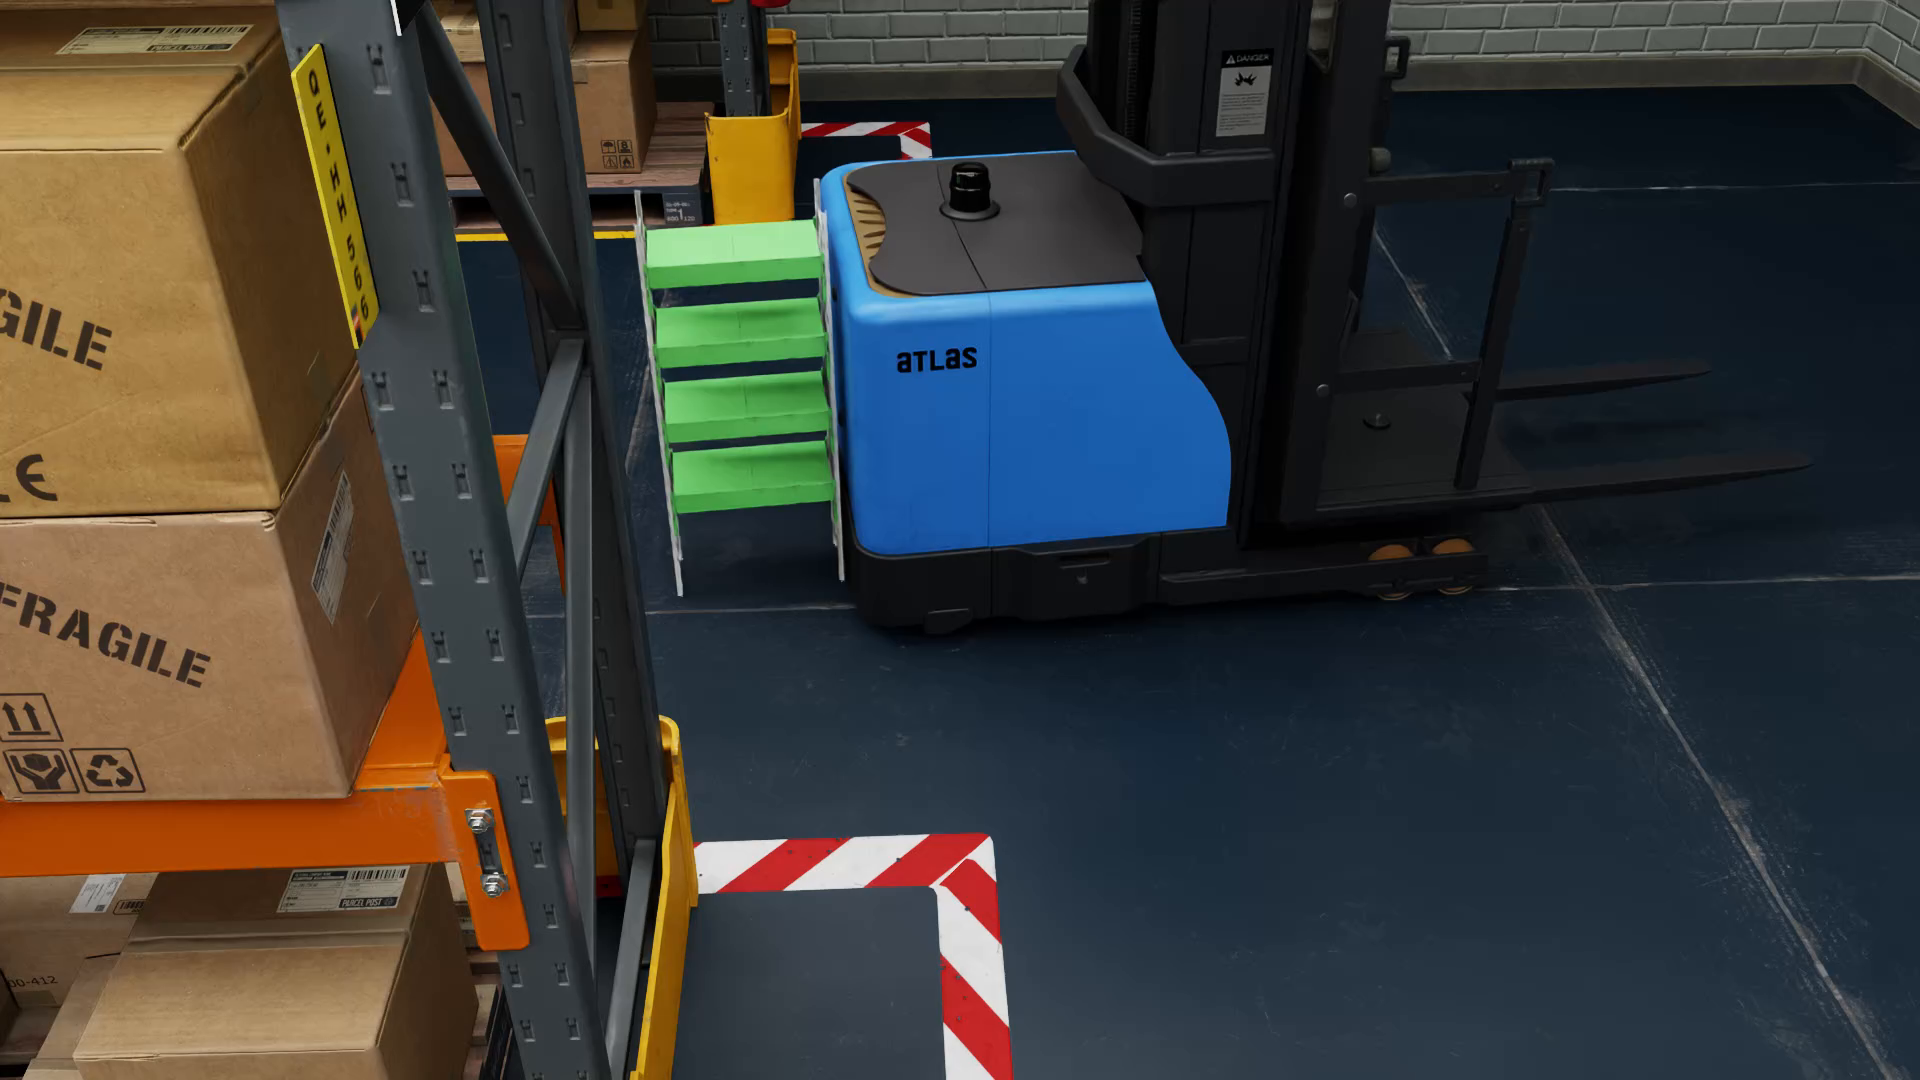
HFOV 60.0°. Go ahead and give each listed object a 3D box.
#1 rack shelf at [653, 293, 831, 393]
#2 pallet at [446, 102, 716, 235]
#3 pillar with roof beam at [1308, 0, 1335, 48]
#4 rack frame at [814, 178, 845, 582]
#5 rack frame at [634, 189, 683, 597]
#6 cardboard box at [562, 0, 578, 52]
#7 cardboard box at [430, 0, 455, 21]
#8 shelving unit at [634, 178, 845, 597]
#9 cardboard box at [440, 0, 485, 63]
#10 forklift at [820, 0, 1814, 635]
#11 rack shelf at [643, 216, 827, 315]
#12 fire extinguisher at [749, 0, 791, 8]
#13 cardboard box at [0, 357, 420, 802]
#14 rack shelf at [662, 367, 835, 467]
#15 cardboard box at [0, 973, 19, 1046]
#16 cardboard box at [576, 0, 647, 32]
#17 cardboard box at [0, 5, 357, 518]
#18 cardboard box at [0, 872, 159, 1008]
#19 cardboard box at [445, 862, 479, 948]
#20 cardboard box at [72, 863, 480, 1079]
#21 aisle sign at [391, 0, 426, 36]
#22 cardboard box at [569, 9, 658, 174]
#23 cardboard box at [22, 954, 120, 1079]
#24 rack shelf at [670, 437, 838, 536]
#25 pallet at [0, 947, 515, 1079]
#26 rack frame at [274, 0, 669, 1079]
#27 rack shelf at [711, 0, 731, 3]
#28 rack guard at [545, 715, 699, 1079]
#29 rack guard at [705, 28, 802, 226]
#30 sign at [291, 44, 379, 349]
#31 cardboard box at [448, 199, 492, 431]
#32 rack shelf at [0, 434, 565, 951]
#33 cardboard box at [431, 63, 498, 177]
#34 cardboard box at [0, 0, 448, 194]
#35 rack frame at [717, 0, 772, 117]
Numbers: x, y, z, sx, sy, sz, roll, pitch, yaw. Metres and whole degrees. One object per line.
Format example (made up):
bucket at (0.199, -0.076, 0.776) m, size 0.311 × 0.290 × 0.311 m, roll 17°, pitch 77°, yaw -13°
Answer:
rack shelf at (-0.618, -0.558, 4.692) m, size 0.480 × 0.148 × 0.258 m, roll -5°, pitch 35°, yaw -7°
pallet at (-1.738, -1.694, 7.512) m, size 1.213 × 0.211 × 1.003 m, roll -2°, pitch 35°, yaw -2°
pillar with roof beam at (1.917, -3.491, 2.386) m, size 0.400 × 9.000 × 9.100 m, roll -2°, pitch 35°, yaw -2°
rack frame at (-0.377, -0.434, 4.823) m, size 0.015 × 1.200 × 0.240 m, roll -5°, pitch 35°, yaw -7°
rack frame at (-0.859, -0.391, 4.761) m, size 0.015 × 1.200 × 0.240 m, roll -5°, pitch 35°, yaw -7°
cardboard box at (-1.757, -2.135, 6.957) m, size 0.250 × 0.149 × 0.380 m, roll -2°, pitch 35°, yaw -3°
cardboard box at (-2.278, -2.339, 7.251) m, size 0.250 × 0.149 × 0.380 m, roll -1°, pitch 35°, yaw -2°
shelving unit at (-0.618, -0.413, 4.792) m, size 0.503 × 1.200 × 0.258 m, roll -5°, pitch 35°, yaw -7°
cardboard box at (-2.013, -2.128, 6.946) m, size 0.250 × 0.149 × 0.380 m, roll -1°, pitch 35°, yaw -1°
forklift at (1.130, -1.317, 4.577) m, size 3.031 × 2.935 × 1.130 m, roll -5°, pitch 35°, yaw -7°
rack shelf at (-0.618, -0.755, 4.555) m, size 0.480 × 0.148 × 0.258 m, roll -5°, pitch 35°, yaw -7°
fire extinguisher at (-0.771, -2.463, 6.569) m, size 0.183 × 0.674 × 0.296 m, roll -2°, pitch 35°, yaw -2°
cardboard box at (-1.140, 0.035, 2.476) m, size 0.500 × 0.500 × 0.500 m, roll -1°, pitch 35°, yaw -1°
rack shelf at (-0.618, -0.360, 4.829) m, size 0.480 × 0.148 × 0.258 m, roll -5°, pitch 35°, yaw -7°
cardboard box at (-2.187, 1.022, 3.167) m, size 0.500 × 0.250 × 0.500 m, roll -2°, pitch 35°, yaw -2°
cardboard box at (-1.522, -2.359, 7.281) m, size 0.250 × 0.149 × 0.380 m, roll -1°, pitch 35°, yaw -2°
cardboard box at (-1.137, -0.375, 2.189) m, size 0.500 × 0.500 × 0.500 m, roll -2°, pitch 35°, yaw -3°
cardboard box at (-1.761, 0.726, 3.595) m, size 0.500 × 0.250 × 0.500 m, roll -2°, pitch 35°, yaw -2°
cardboard box at (-1.140, 0.717, 3.697) m, size 0.250 × 0.149 × 0.380 m, roll -2°, pitch 35°, yaw -2°
cardboard box at (-1.236, 0.911, 3.108) m, size 0.500 × 0.500 × 0.500 m, roll -2°, pitch 35°, yaw -2°
aisle sign at (-0.622, -0.987, 1.756) m, size 0.004 × 0.787 × 0.394 m, roll -2°, pitch 35°, yaw -2°
cardboard box at (-1.638, -1.976, 7.296) m, size 0.500 × 0.500 × 0.700 m, roll -2°, pitch 35°, yaw -2°
cardboard box at (-1.645, 1.008, 3.261) m, size 0.250 × 0.166 × 0.380 m, roll -2°, pitch 35°, yaw -2°
rack shelf at (-0.618, -0.163, 4.965) m, size 0.480 × 0.148 × 0.258 m, roll -5°, pitch 35°, yaw -7°
pallet at (-1.577, 1.080, 3.504) m, size 1.213 × 0.211 × 1.003 m, roll -2°, pitch 35°, yaw -2°
rack frame at (-0.705, -0.091, 2.745) m, size 0.127 × 3.000 × 1.000 m, roll -2°, pitch 35°, yaw -2°
rack shelf at (-2.941, -2.557, 6.941) m, size 4.000 × 0.370 × 1.077 m, roll -2°, pitch 35°, yaw -2°
rack guard at (-0.781, 0.939, 3.454) m, size 0.348 × 0.500 × 1.175 m, roll -2°, pitch 35°, yaw -2°
rack guard at (-0.919, -1.879, 7.526) m, size 0.348 × 0.500 × 1.175 m, roll -2°, pitch 35°, yaw -2°
sign at (-0.699, -0.381, 1.869) m, size 0.005 × 0.325 × 0.100 m, roll -2°, pitch 35°, yaw -2°
cardboard box at (-1.161, -0.270, 2.916) m, size 0.500 × 0.500 × 0.500 m, roll -1°, pitch 35°, yaw -1°
rack shelf at (-2.703, 0.259, 2.872) m, size 4.000 × 0.370 × 1.077 m, roll -2°, pitch 35°, yaw -2°
cardboard box at (-2.138, -1.962, 7.277) m, size 0.500 × 0.500 × 0.700 m, roll -2°, pitch 35°, yaw -2°
cardboard box at (-1.161, -0.681, 2.632) m, size 0.500 × 0.500 × 0.500 m, roll -1°, pitch 35°, yaw -1°
rack frame at (-0.943, -2.906, 6.814) m, size 0.127 × 3.000 × 1.000 m, roll -2°, pitch 35°, yaw -2°
